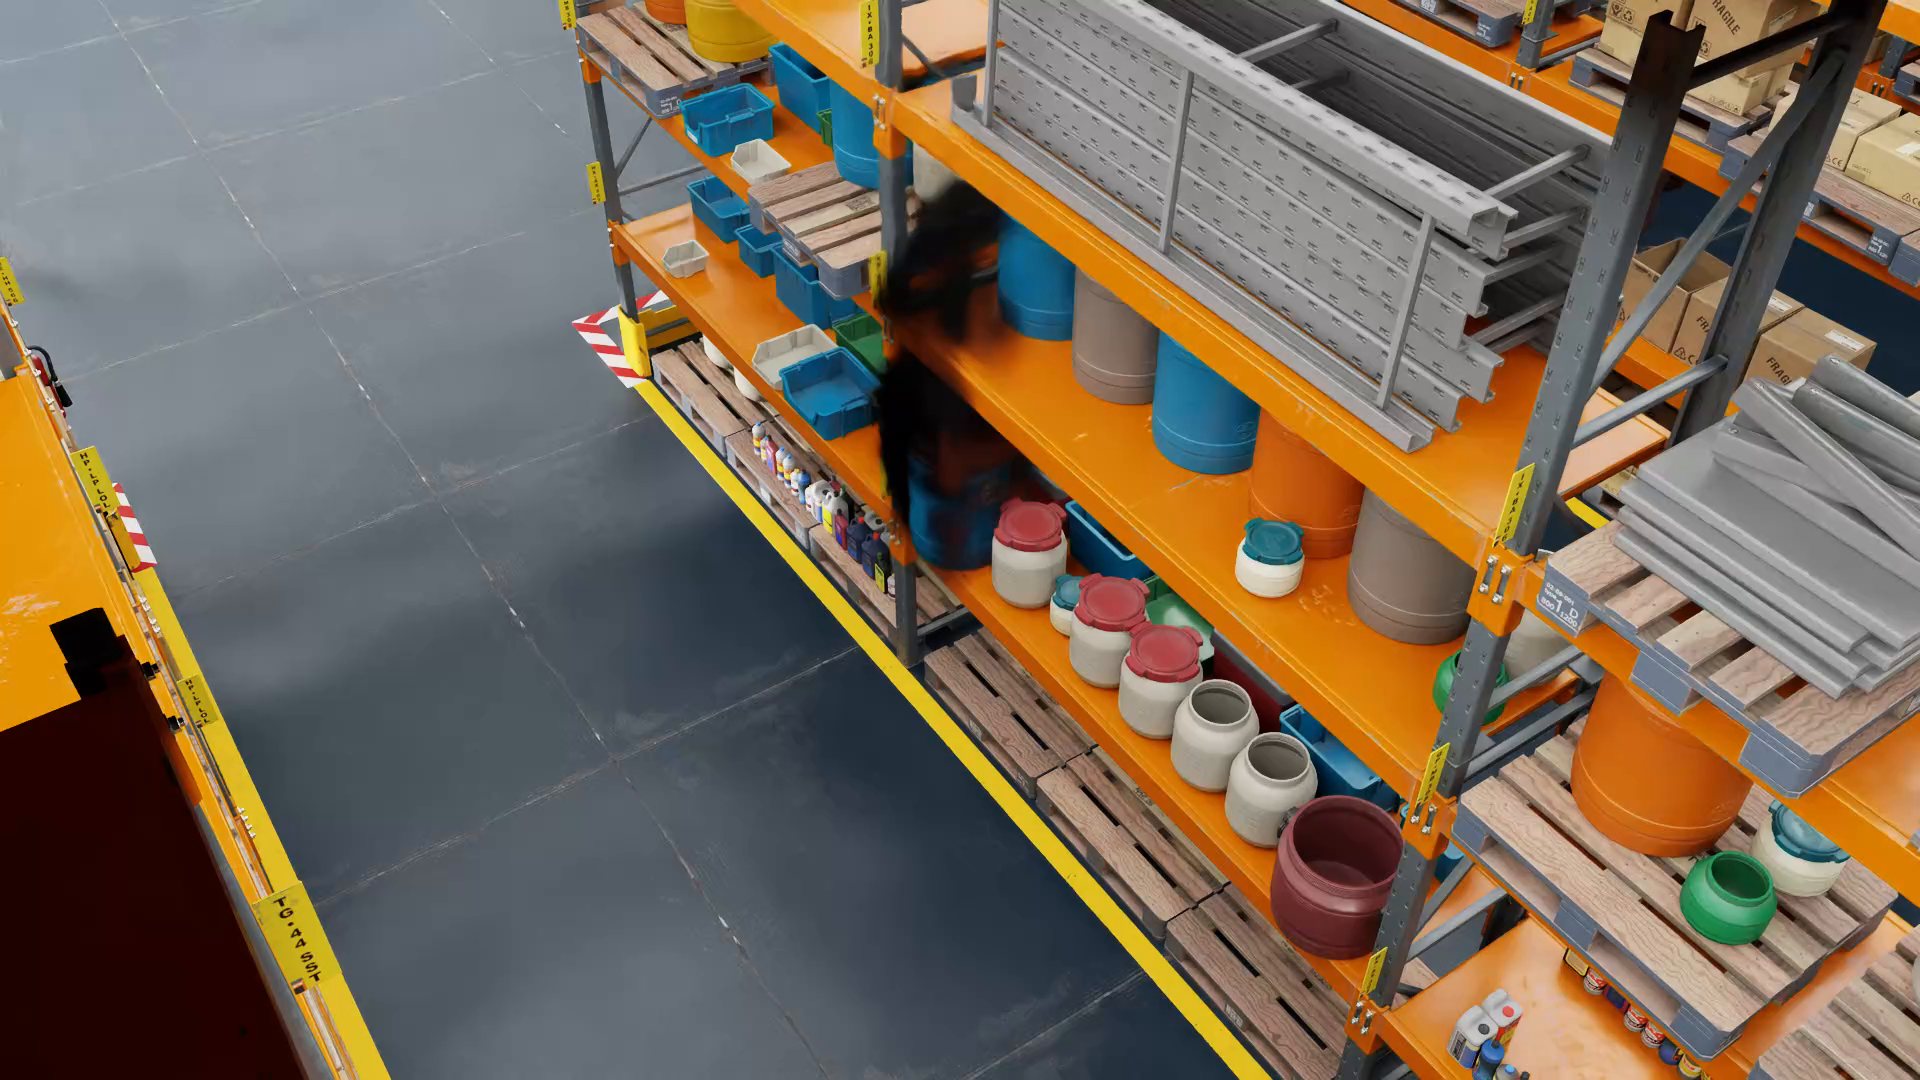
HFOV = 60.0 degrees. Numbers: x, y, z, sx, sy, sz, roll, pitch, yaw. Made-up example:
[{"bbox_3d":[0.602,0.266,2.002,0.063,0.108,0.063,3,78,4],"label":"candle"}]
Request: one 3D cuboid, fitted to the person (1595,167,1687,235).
[{"bbox_3d":[5.394,-2.565,13.269,0.713,1.730,0.754,-26,49,-25],"label":"person"}]
